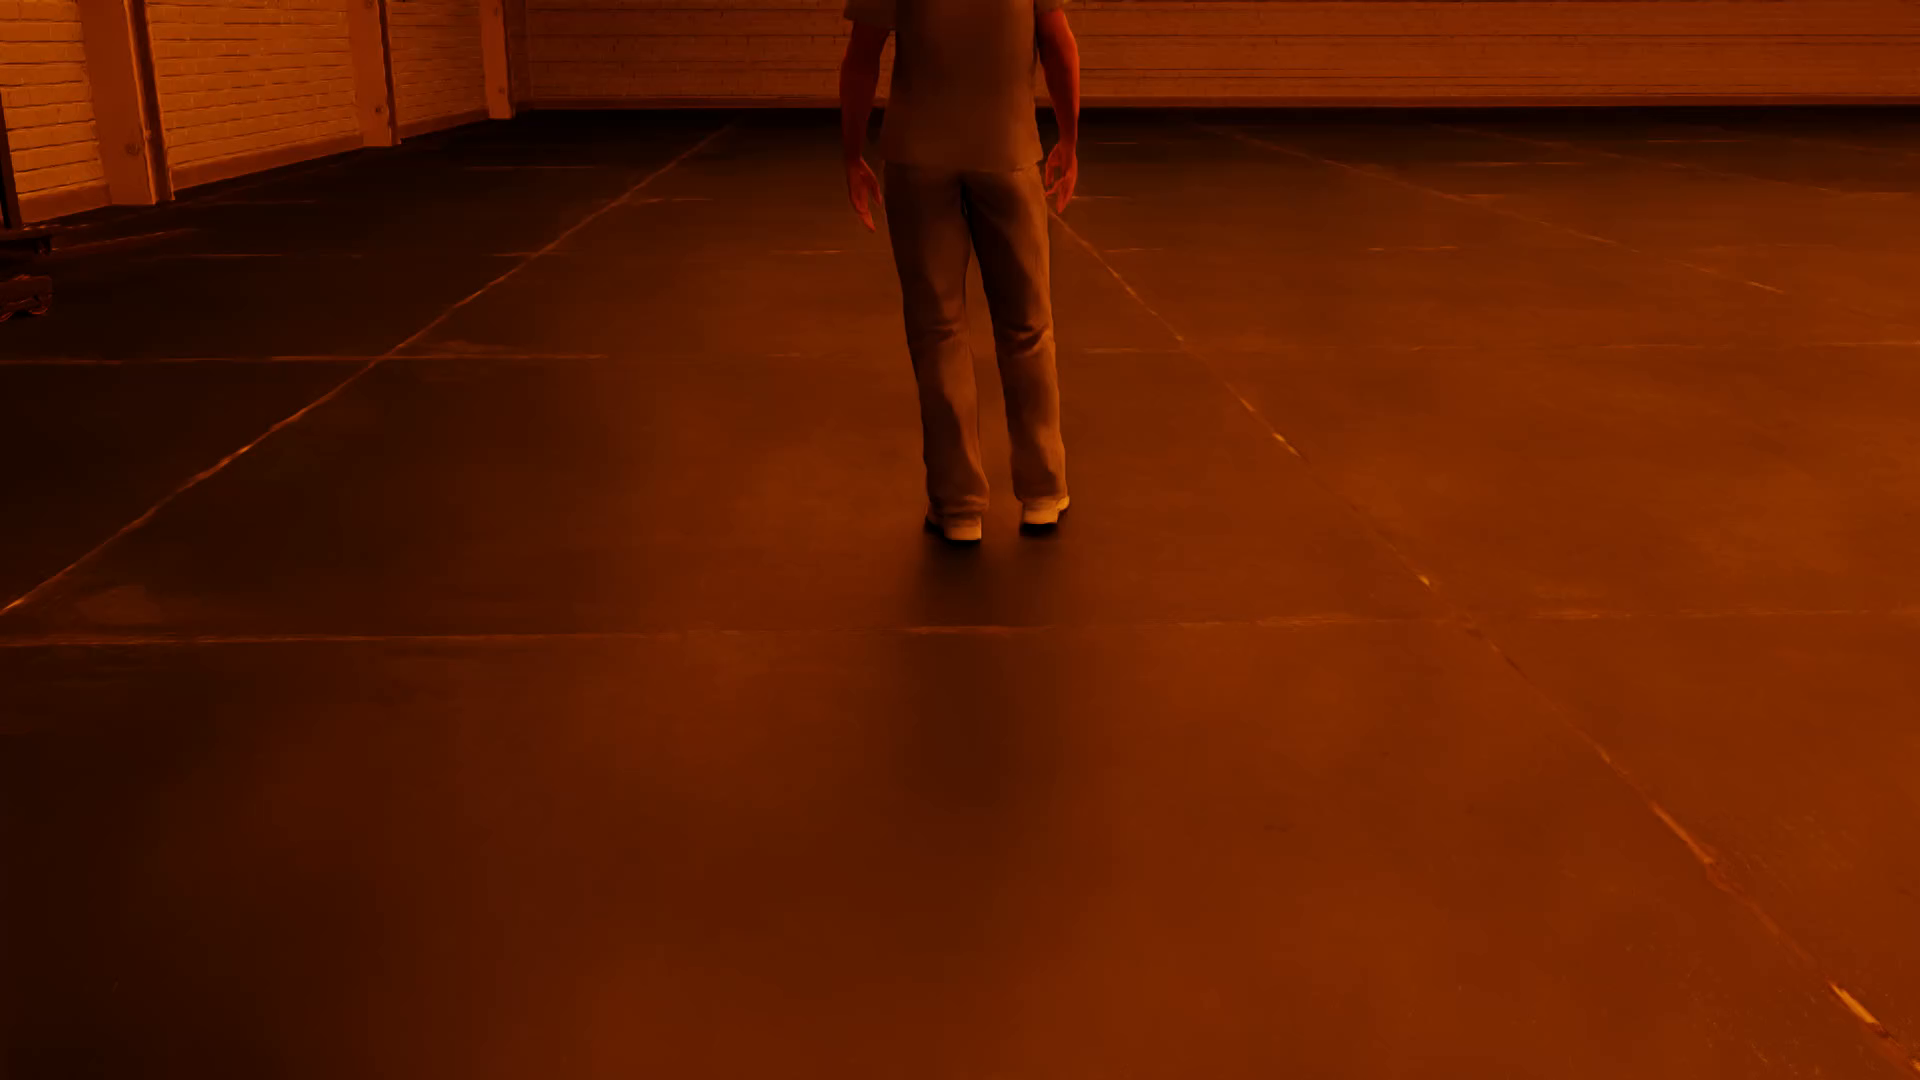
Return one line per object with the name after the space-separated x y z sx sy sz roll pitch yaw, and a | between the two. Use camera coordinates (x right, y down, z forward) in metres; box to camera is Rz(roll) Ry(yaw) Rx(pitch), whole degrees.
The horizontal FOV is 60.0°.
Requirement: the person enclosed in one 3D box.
0.009 -0.825 3.744 0.550 1.663 0.548 -1 17 -3 | person

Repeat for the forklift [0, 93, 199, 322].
-4.492 -2.323 6.501 1.130 2.935 3.031 5 18 16 | forklift
